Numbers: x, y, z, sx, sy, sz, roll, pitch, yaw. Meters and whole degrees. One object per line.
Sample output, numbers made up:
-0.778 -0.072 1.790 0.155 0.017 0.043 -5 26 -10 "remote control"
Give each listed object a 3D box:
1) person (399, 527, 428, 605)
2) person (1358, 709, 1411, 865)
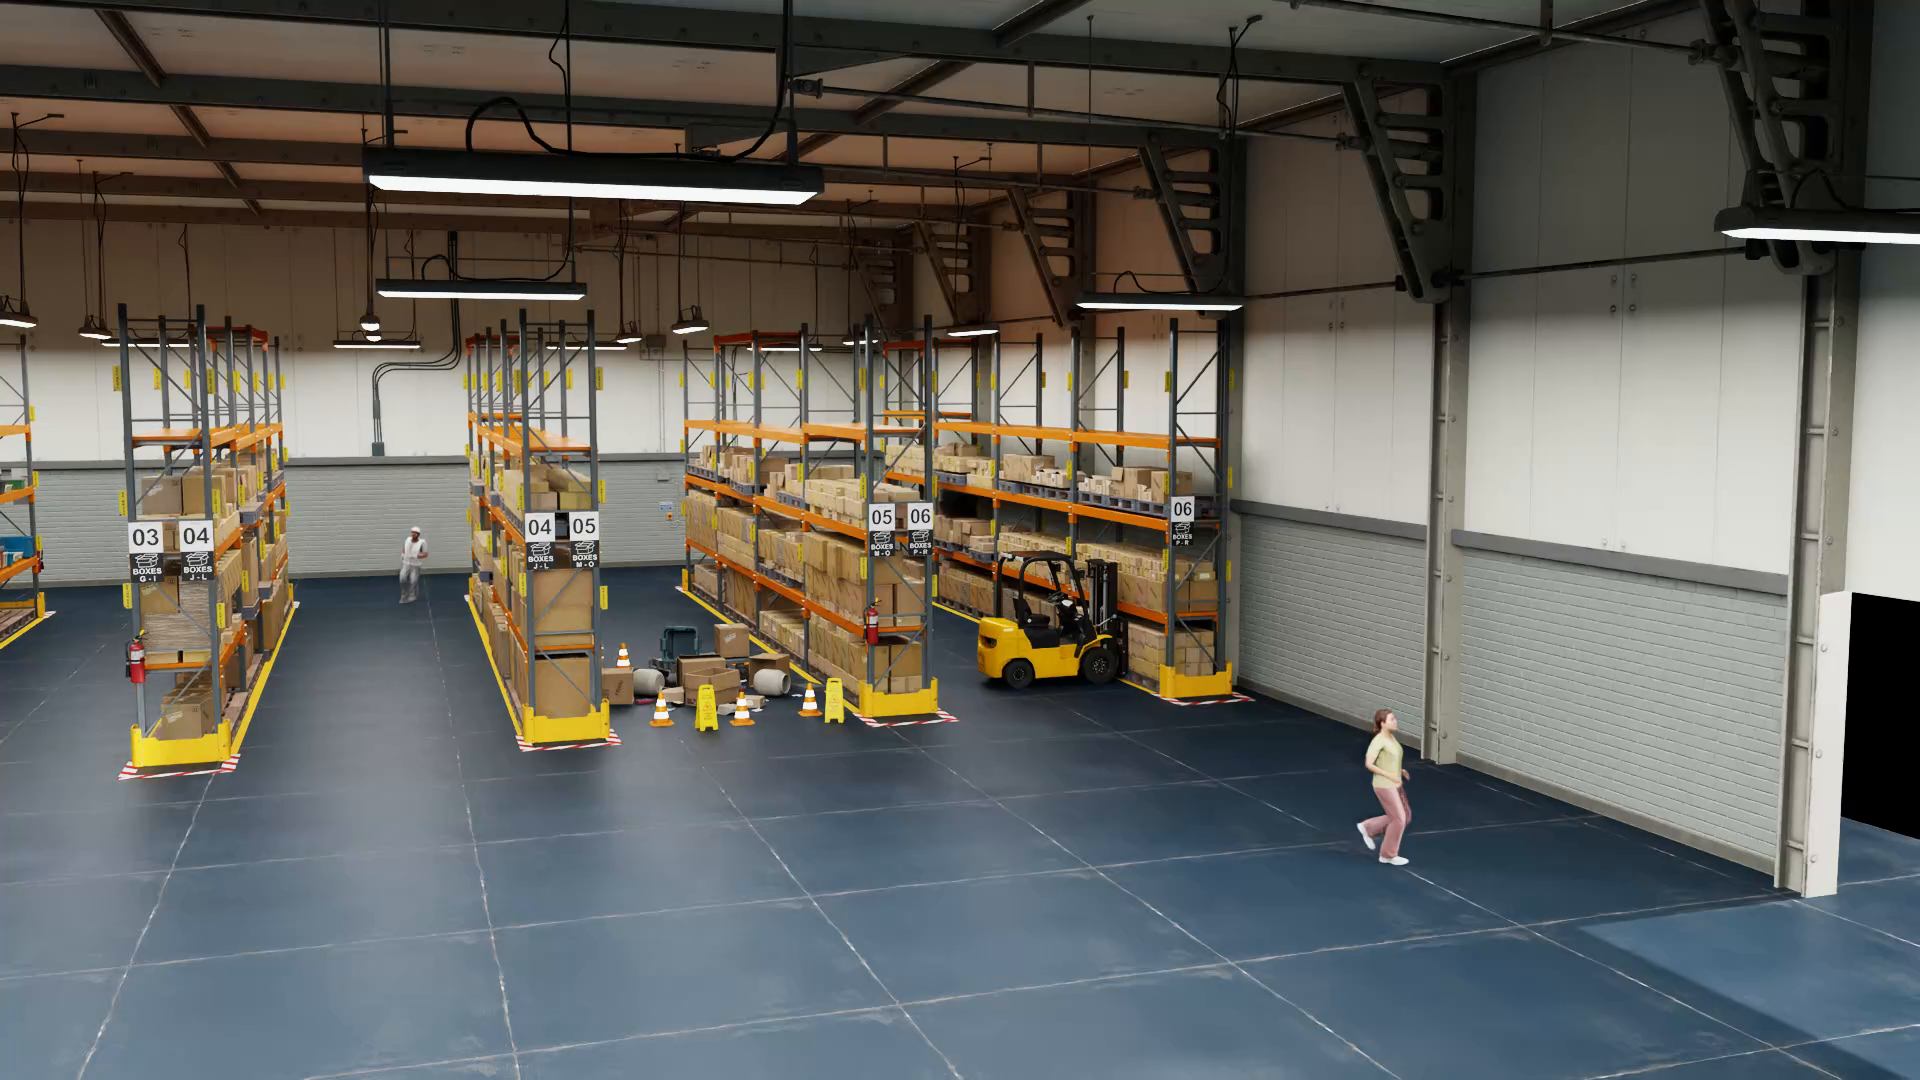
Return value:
-12.324 0.576 37.545 0.701 1.777 0.668 0 5 2 "person"
4.402 2.553 17.317 0.579 1.618 0.578 4 7 36 "person"
